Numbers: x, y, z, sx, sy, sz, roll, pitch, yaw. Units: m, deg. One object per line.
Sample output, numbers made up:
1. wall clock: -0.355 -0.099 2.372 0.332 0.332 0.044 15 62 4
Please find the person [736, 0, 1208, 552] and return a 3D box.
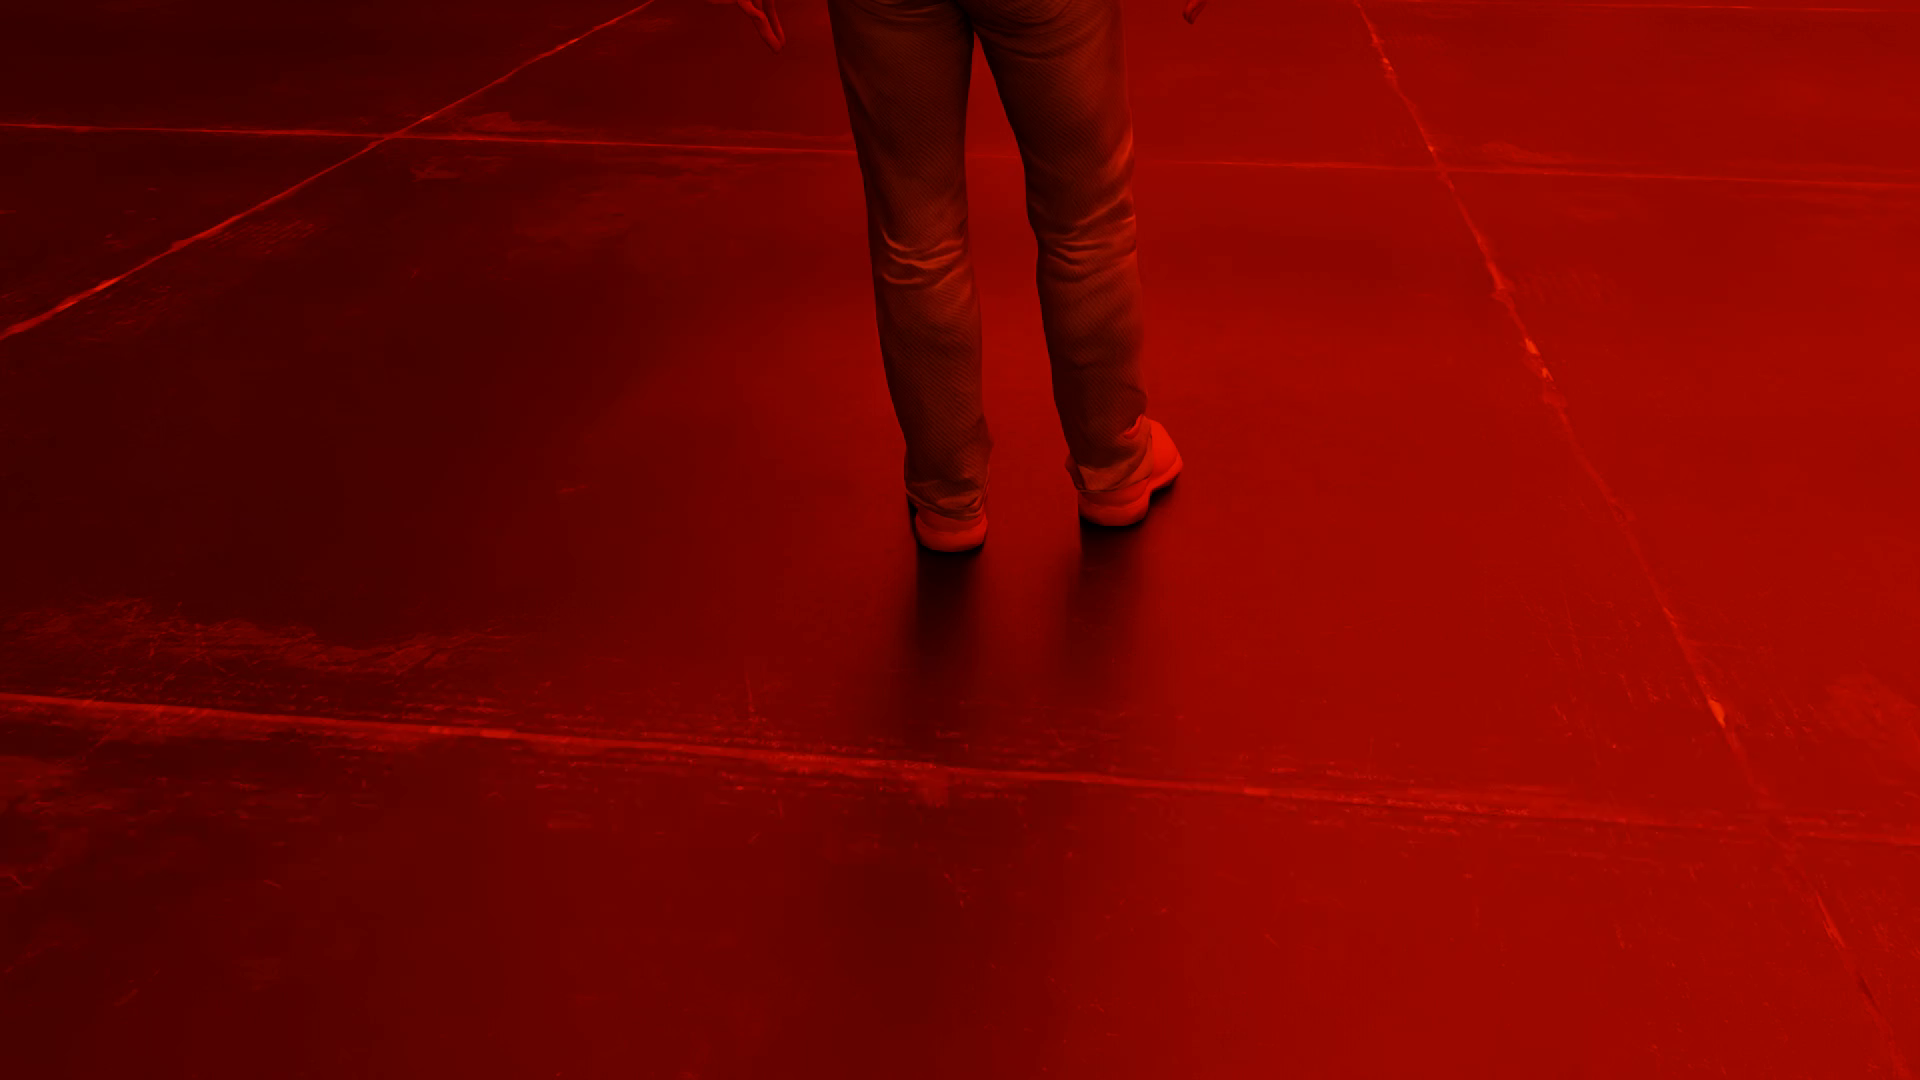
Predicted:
1. person: 0.016 -0.827 2.163 0.665 1.765 0.577 3 27 7
